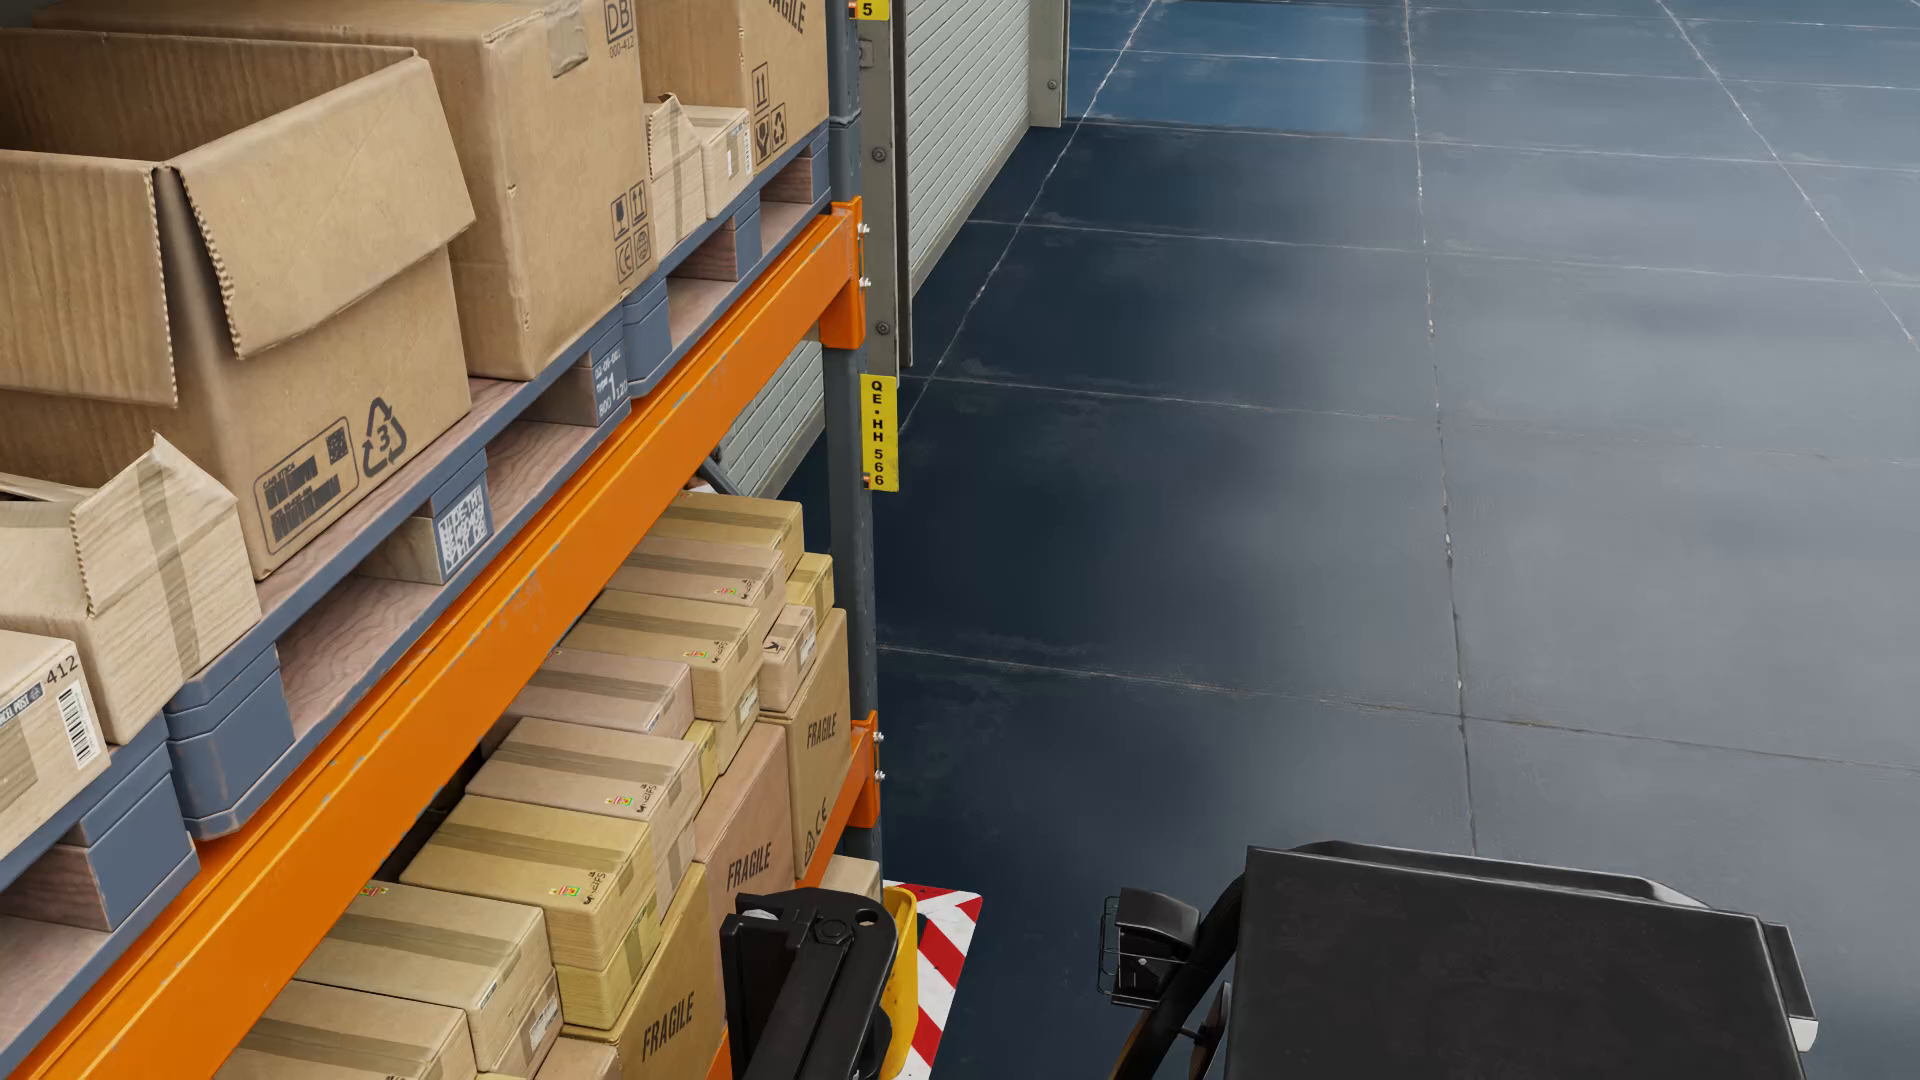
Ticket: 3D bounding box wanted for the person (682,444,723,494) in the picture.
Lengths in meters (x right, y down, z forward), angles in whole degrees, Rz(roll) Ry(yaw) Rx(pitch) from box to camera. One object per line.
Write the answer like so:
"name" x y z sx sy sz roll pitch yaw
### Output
"person" -0.944 0.330 6.039 0.327 1.661 0.473 1 29 1
